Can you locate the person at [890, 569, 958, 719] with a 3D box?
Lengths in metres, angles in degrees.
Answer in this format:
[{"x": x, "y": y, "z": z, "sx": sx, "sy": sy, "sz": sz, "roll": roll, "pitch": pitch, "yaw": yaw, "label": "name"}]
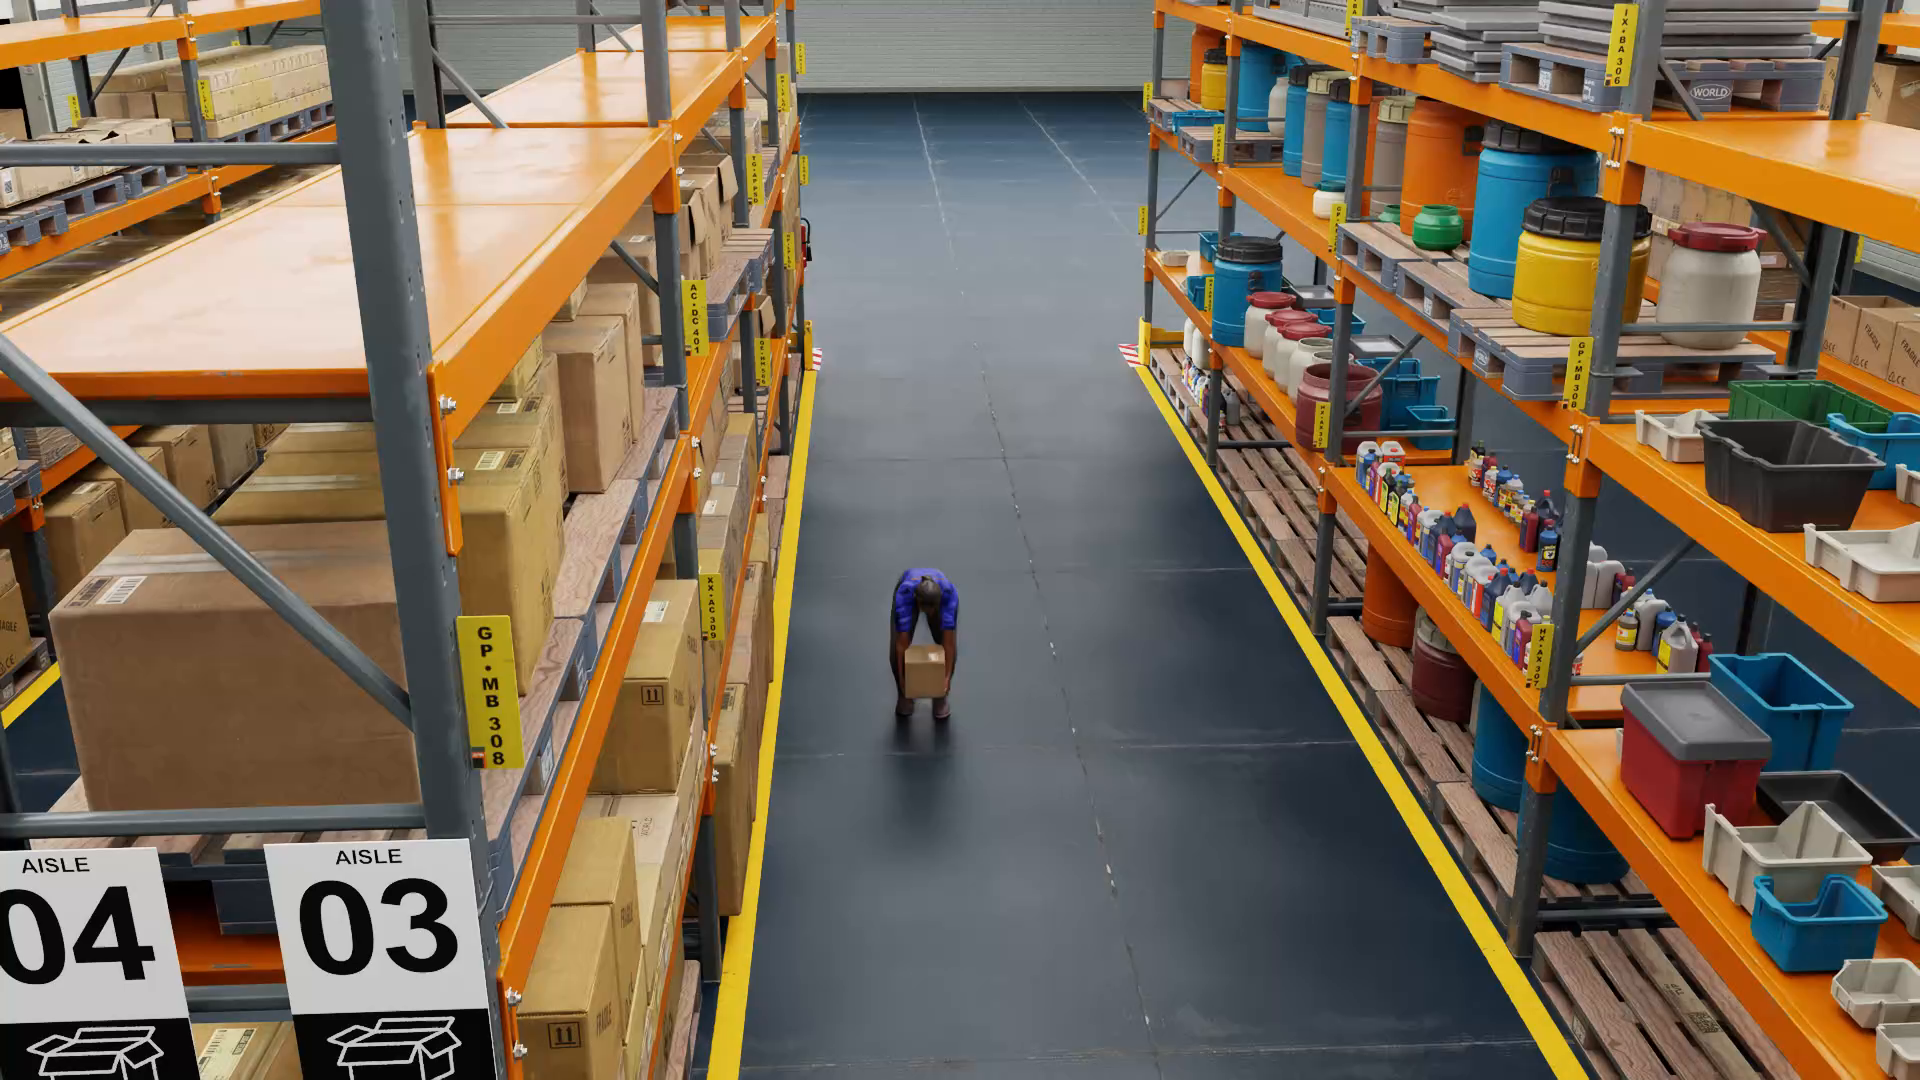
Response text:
[{"x": -0.234, "y": 0.650, "z": 10.644, "sx": 0.437, "sy": 1.105, "sz": 0.850, "roll": -1, "pitch": 21, "yaw": -3, "label": "person"}]
